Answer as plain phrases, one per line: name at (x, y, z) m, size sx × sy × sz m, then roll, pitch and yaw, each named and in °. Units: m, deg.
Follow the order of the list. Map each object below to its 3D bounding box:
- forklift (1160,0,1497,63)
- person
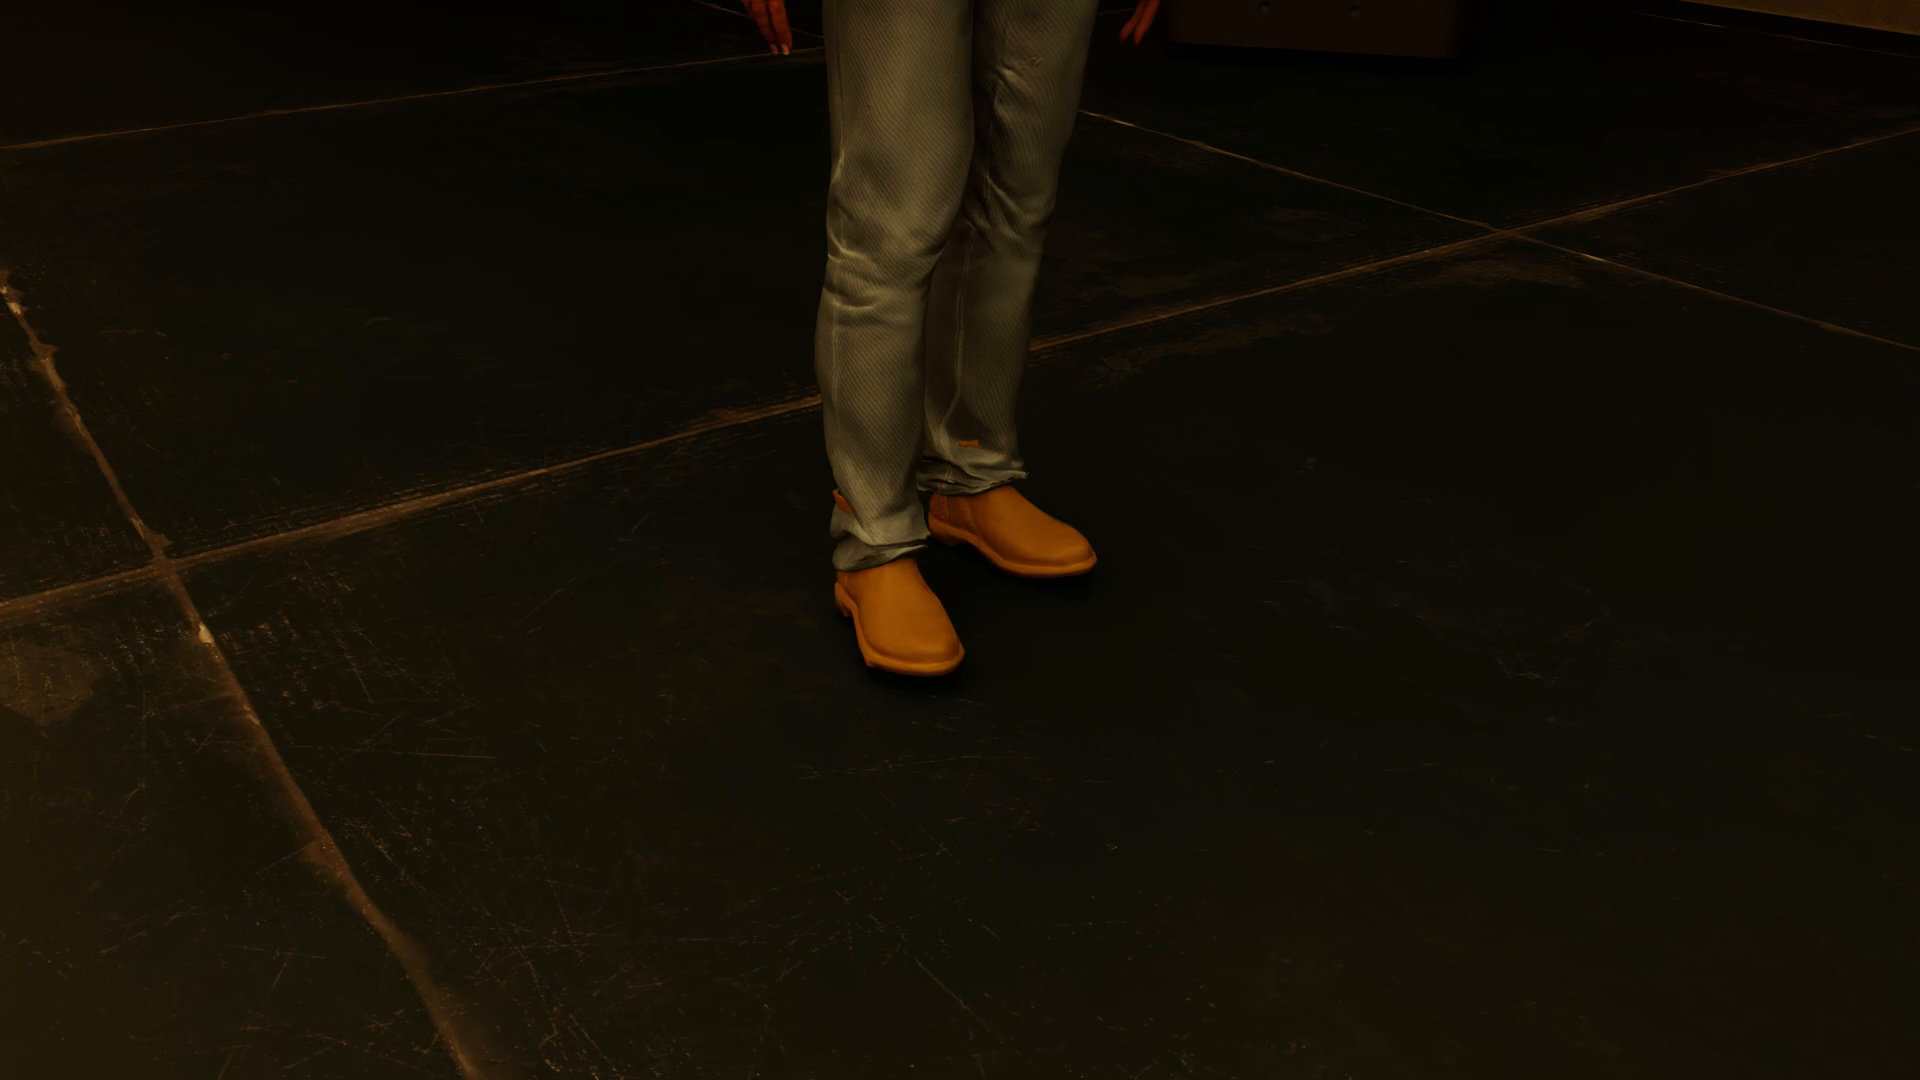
forklift at (1.667, -3.550, 6.307) m, size 1.130 × 2.935 × 3.031 m, roll 9°, pitch 28°, yaw 17°
person at (0.035, -0.769, 2.046) m, size 0.665 × 1.768 × 0.575 m, roll -17°, pitch 31°, yaw -31°
